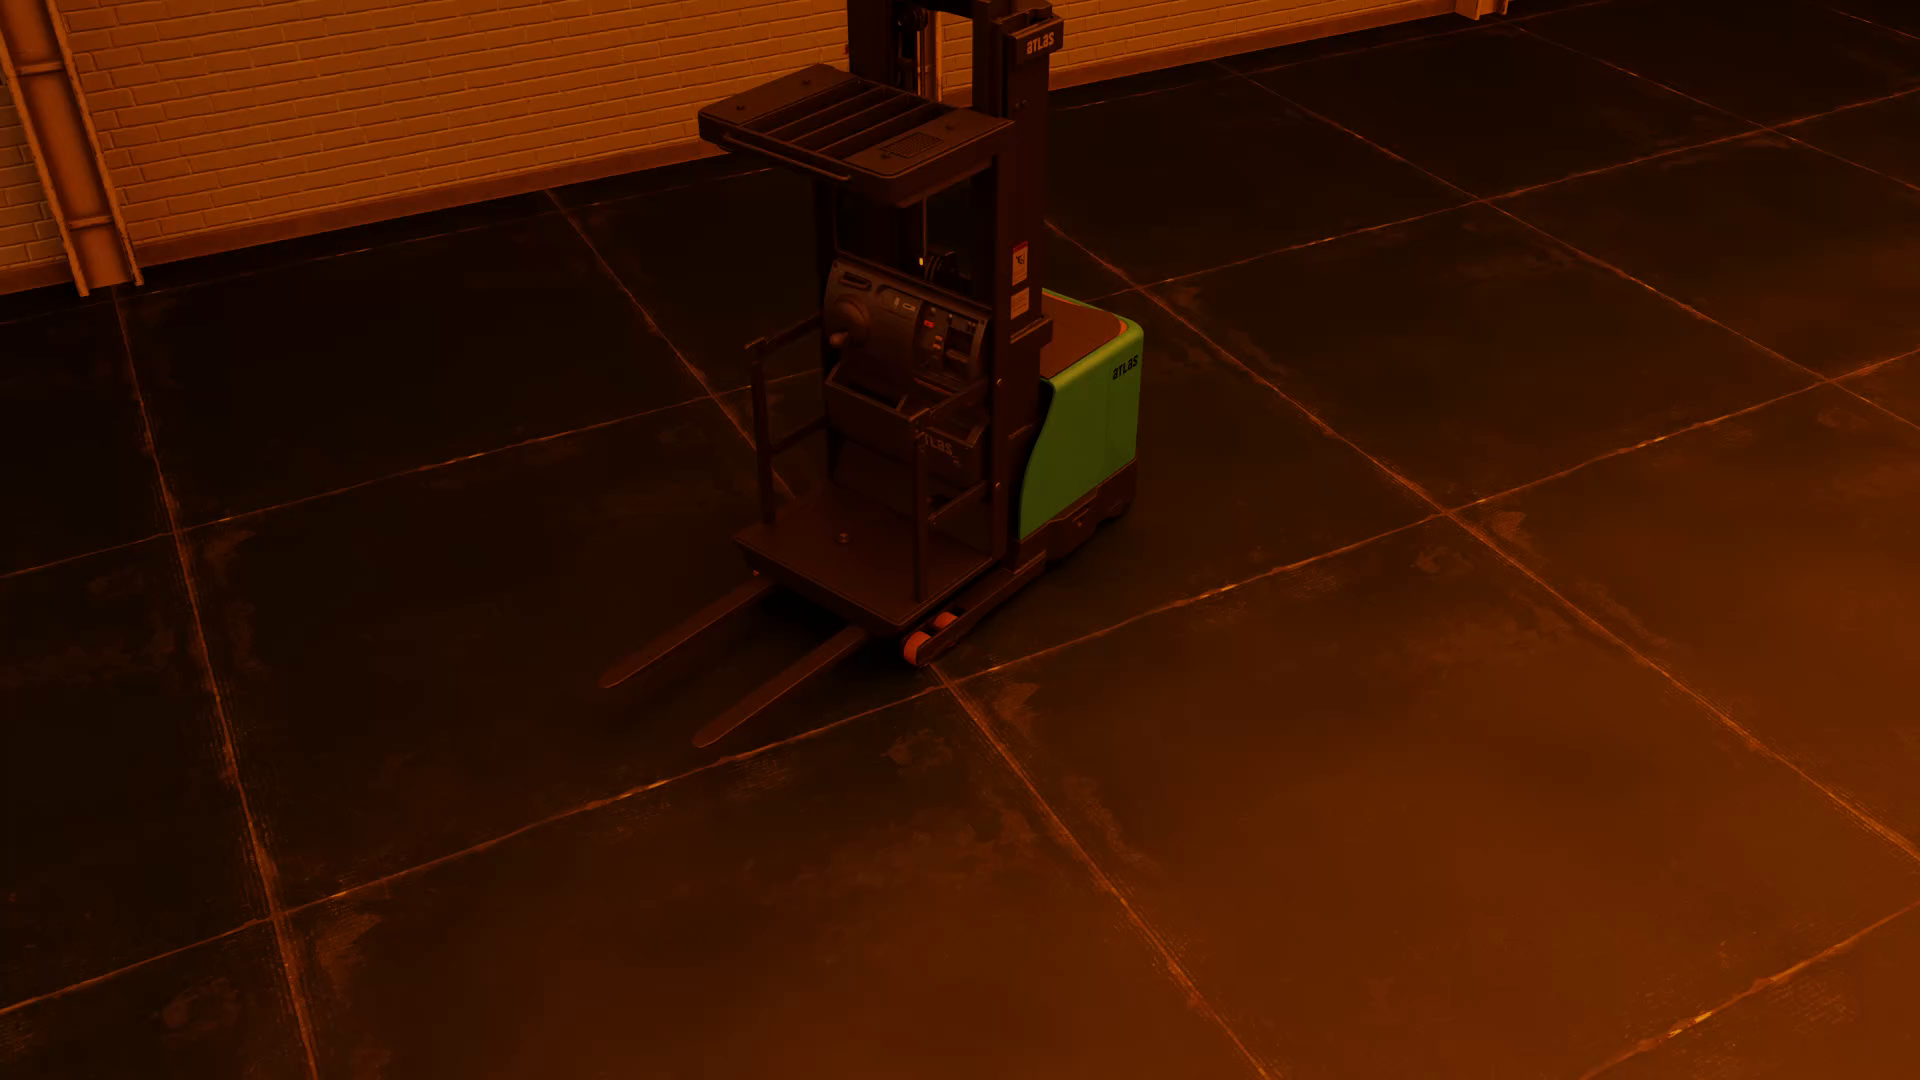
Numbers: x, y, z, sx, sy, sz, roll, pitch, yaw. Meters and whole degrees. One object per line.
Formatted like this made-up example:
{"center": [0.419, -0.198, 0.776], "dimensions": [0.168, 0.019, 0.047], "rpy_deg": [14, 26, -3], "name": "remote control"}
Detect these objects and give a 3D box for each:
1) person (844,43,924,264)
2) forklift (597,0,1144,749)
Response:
{"center": [-0.472, -2.615, 10.898], "dimensions": [0.551, 1.675, 0.547], "rpy_deg": [-8, 36, -11], "name": "person"}
{"center": [-0.390, -0.927, 7.434], "dimensions": [1.130, 2.935, 3.031], "rpy_deg": [26, 43, 31], "name": "forklift"}
